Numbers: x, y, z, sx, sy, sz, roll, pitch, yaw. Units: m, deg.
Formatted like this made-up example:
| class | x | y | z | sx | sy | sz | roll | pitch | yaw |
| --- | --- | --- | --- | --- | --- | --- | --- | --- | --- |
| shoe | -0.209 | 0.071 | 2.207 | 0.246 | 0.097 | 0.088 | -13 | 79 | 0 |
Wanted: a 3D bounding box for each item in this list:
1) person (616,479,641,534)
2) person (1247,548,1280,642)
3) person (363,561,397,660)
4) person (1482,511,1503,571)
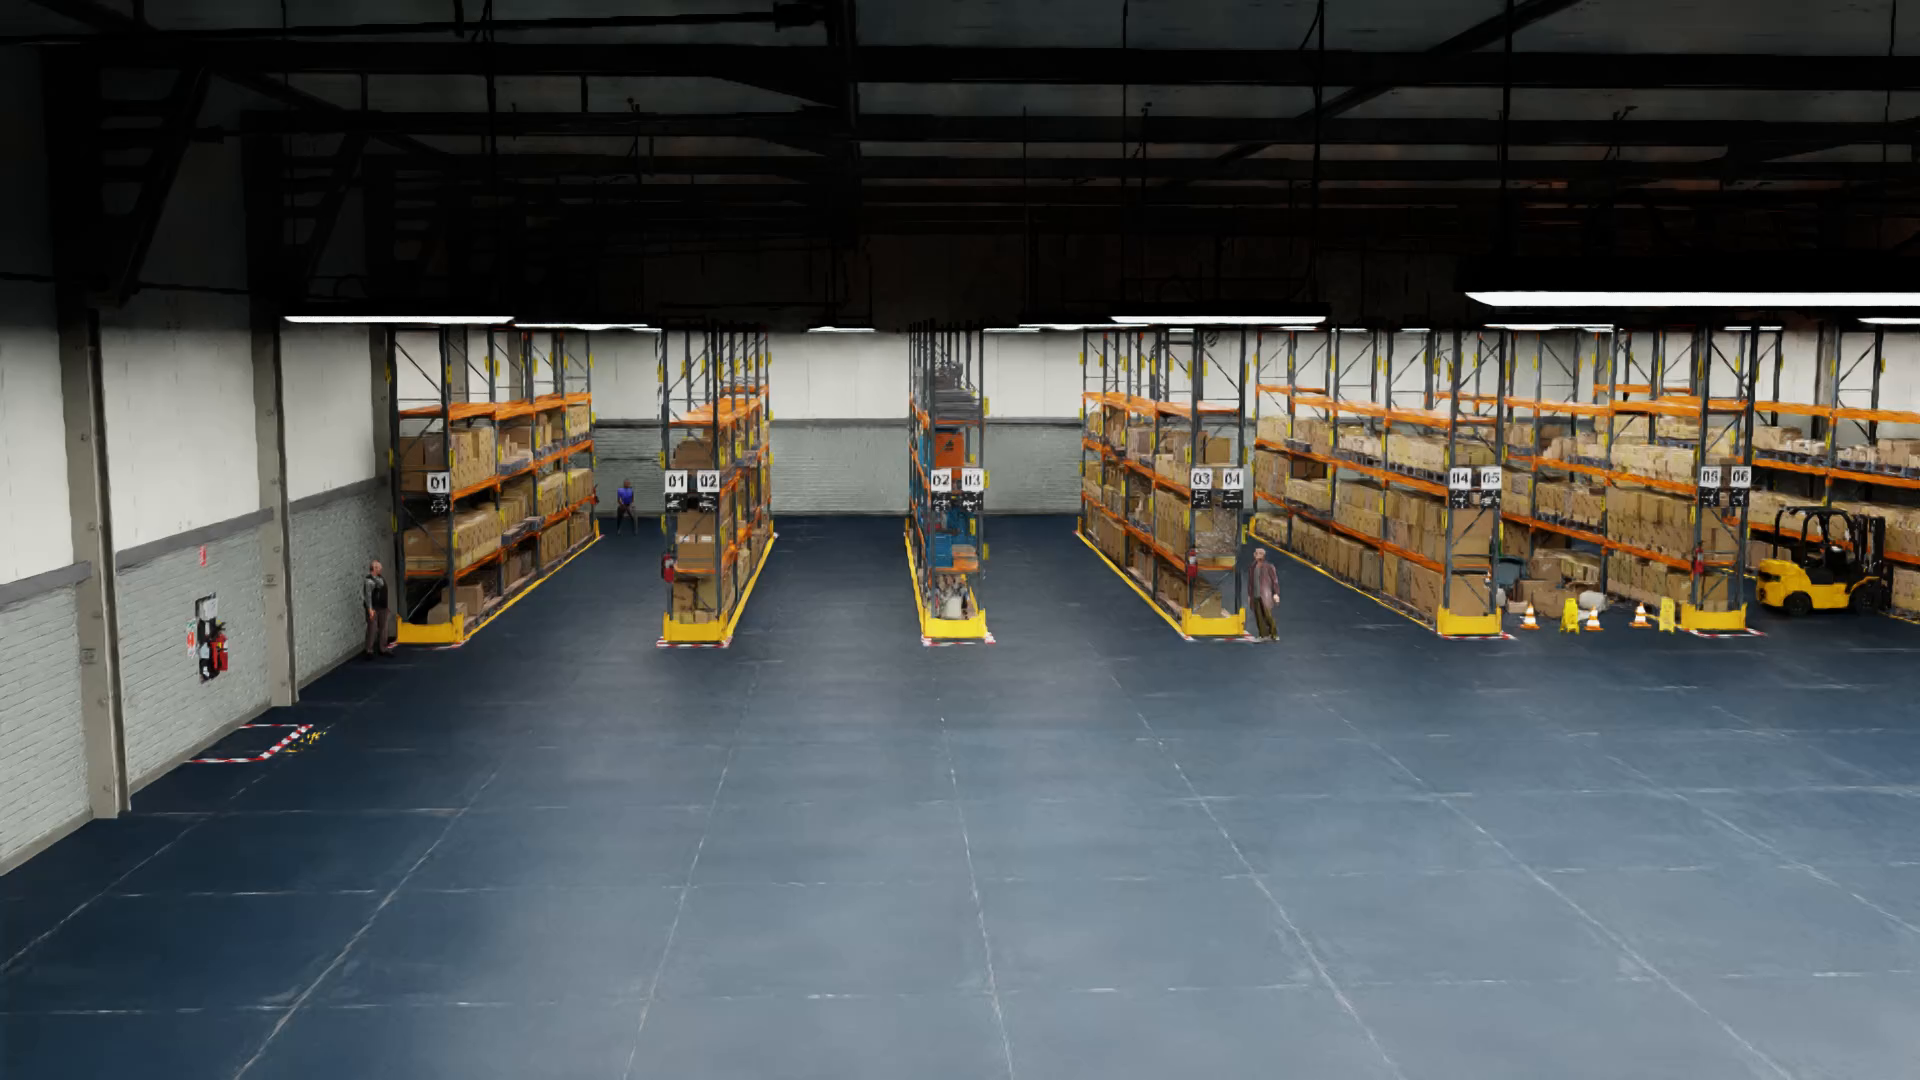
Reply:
| class | x | y | z | sx | sy | sz | roll | pitch | yaw |
| --- | --- | --- | --- | --- | --- | --- | --- | --- | --- |
| person | -9.559 | -0.959 | 47.669 | 0.621 | 1.596 | 0.781 | -3 | 8 | -26 |
| person | 5.688 | 1.030 | 30.981 | 0.682 | 1.763 | 0.476 | 6 | 9 | 41 |
| person | -10.312 | 1.226 | 29.416 | 0.413 | 1.726 | 0.614 | 2 | 7 | 15 |
| person | 12.799 | -0.102 | 39.912 | 0.581 | 1.785 | 0.664 | 3 | 8 | 20 |
